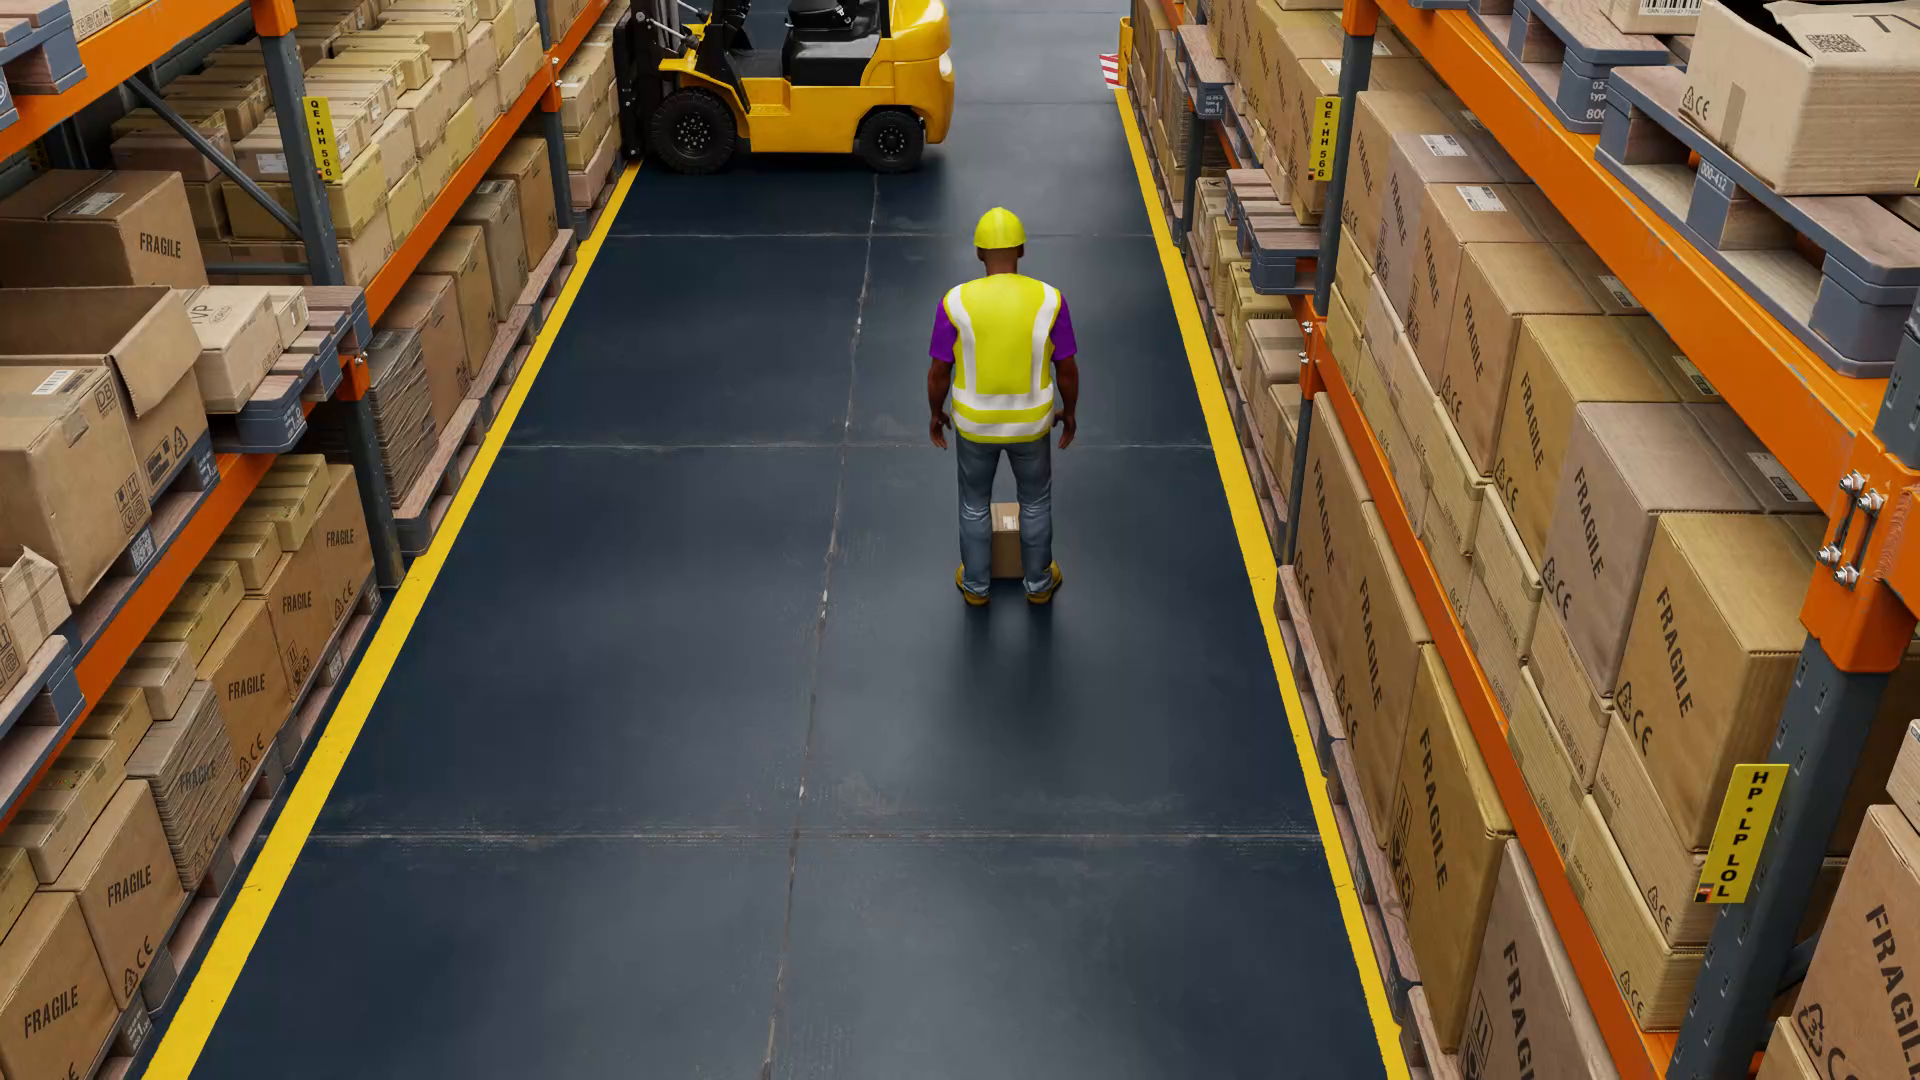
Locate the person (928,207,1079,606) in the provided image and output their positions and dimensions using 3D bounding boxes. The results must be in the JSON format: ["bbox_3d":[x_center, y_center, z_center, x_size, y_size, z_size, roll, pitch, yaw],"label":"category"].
[{"bbox_3d":[0.180,-0.526,6.980,0.627,1.761,0.460,0,31,0],"label":"person"}]
